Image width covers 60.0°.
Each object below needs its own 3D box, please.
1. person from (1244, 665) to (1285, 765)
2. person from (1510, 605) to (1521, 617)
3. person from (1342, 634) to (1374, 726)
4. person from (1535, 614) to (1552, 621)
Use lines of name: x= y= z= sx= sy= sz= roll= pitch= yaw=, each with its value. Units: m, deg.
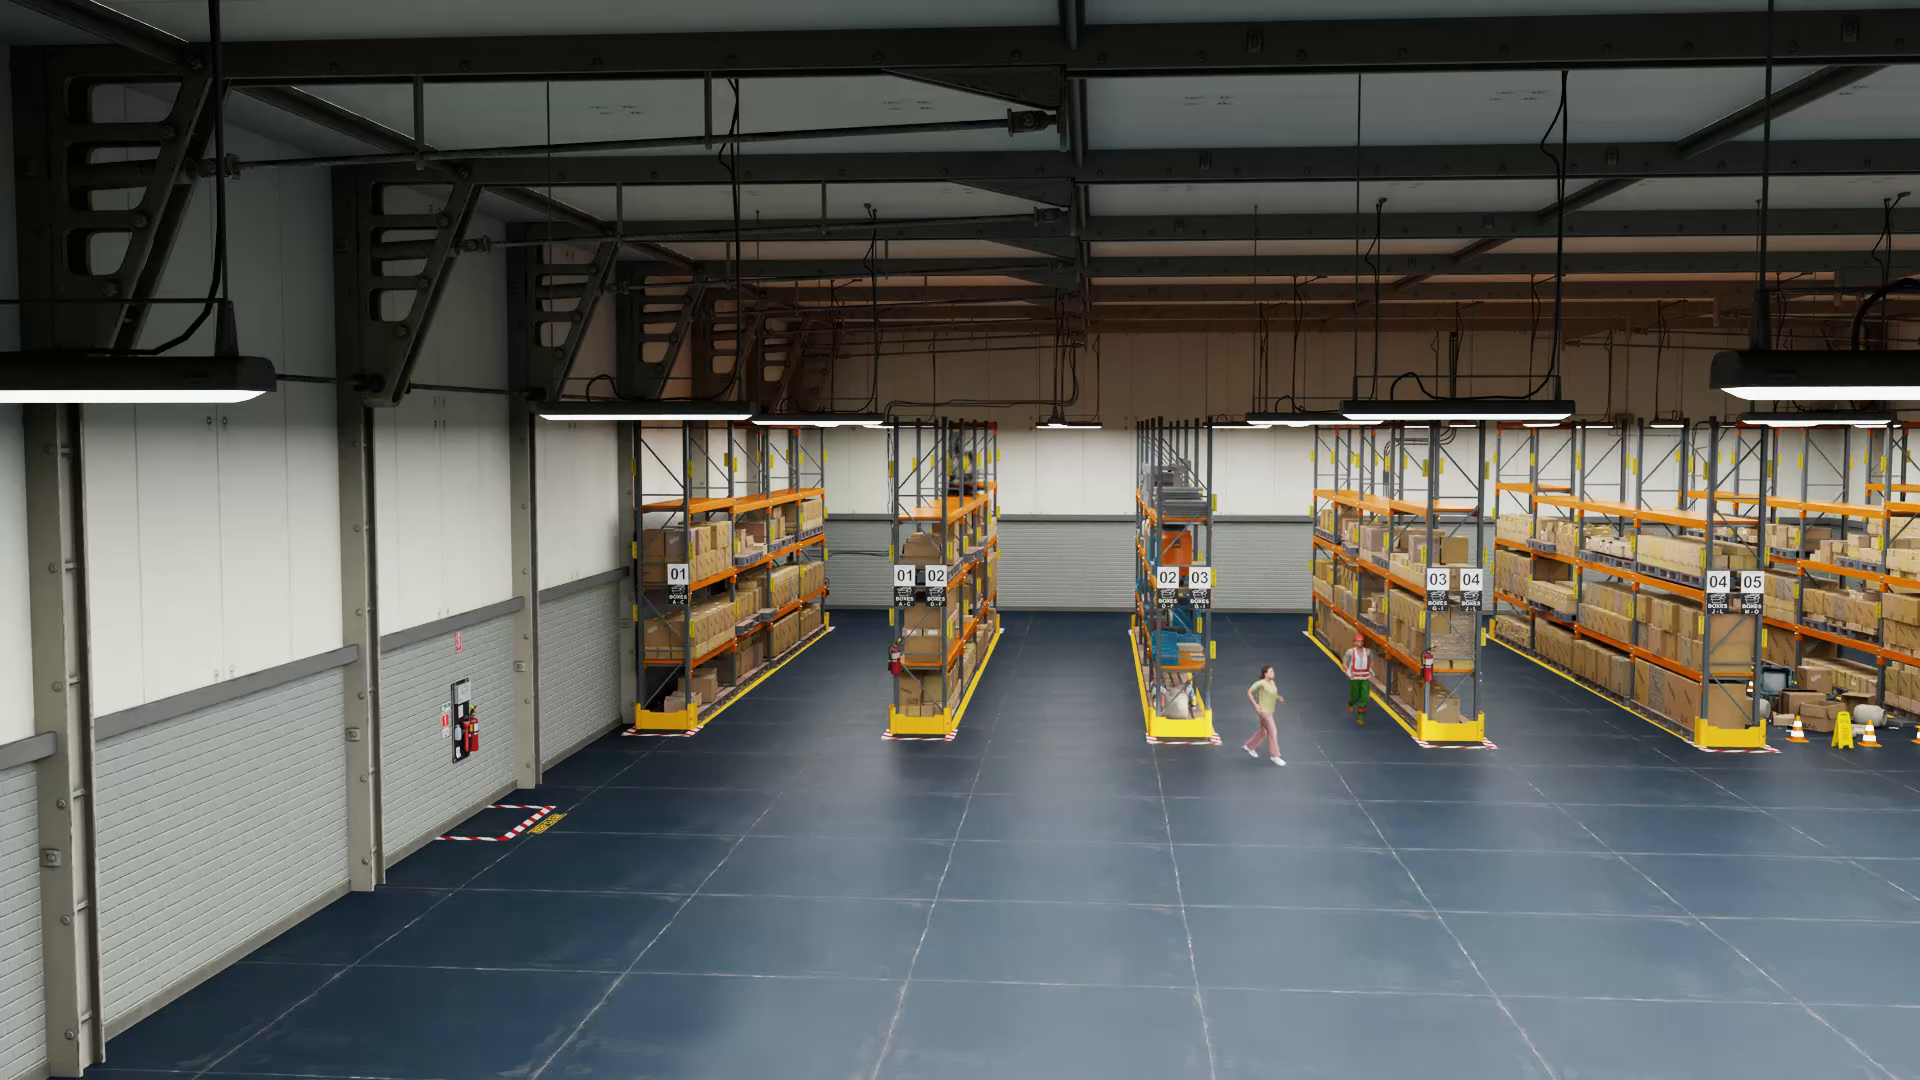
person: x=5.289 y=3.001 z=28.823 sx=0.856 sy=1.689 sz=0.575 roll=3 pitch=5 yaw=38
person: x=15.951 y=1.762 z=47.568 sx=0.588 sy=1.708 sz=0.696 roll=3 pitch=5 yaw=42
person: x=7.830 y=2.719 z=32.624 sx=0.654 sy=1.760 sz=0.797 roll=0 pitch=4 yaw=-1
person: x=16.712 y=1.793 z=47.500 sx=0.830 sy=1.710 sz=0.624 roll=1 pitch=4 yaw=11
